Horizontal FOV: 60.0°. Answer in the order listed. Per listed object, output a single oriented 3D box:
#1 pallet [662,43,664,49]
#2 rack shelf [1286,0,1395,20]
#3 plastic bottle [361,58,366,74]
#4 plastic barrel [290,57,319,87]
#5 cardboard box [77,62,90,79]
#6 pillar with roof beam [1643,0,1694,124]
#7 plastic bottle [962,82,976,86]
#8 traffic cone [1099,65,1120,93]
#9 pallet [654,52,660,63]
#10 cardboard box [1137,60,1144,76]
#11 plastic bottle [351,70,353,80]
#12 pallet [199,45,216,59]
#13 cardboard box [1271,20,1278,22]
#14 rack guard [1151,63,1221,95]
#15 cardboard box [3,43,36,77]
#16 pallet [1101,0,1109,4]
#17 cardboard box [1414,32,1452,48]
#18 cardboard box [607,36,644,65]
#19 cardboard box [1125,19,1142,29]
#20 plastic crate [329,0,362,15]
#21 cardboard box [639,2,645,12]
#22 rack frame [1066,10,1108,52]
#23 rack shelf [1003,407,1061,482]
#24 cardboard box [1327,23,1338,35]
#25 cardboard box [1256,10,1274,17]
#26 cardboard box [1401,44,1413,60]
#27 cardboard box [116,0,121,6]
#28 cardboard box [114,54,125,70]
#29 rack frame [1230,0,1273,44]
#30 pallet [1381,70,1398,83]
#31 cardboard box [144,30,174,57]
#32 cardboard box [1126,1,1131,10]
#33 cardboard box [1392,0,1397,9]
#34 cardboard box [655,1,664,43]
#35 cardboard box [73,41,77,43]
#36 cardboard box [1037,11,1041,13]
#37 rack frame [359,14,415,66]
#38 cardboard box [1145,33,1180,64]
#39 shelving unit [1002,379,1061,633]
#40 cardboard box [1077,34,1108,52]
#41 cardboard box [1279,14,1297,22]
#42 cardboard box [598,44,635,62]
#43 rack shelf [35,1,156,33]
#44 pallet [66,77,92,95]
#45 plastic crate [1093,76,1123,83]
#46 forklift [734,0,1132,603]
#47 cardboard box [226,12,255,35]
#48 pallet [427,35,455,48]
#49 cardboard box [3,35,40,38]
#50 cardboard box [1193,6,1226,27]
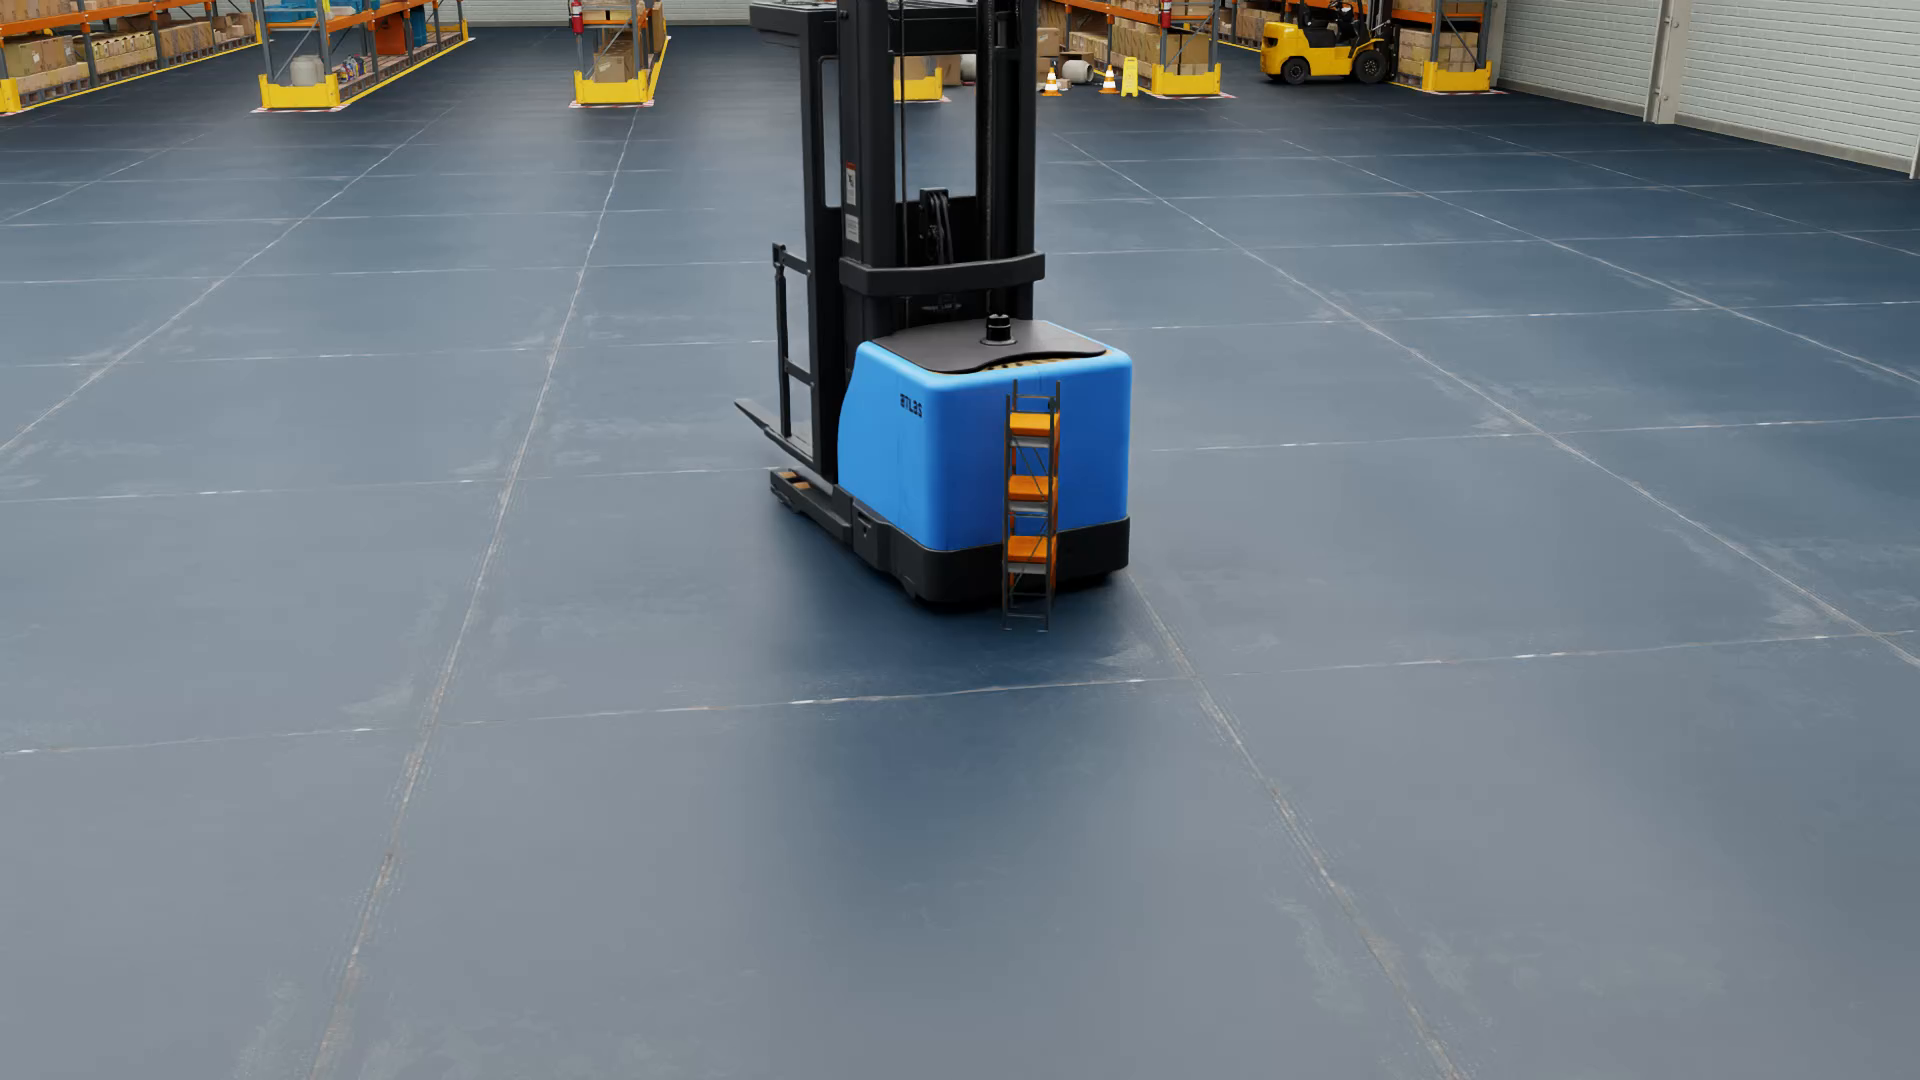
[{"bbox_3d":[-7.588,-11.860,39.668,1.003,0.211,1.213,-3,21,-8],"label":"pallet"},{"bbox_3d":[8.027,-11.236,35.040,1.077,0.370,4.000,-3,21,-8],"label":"rack shelf"},{"bbox_3d":[-10.908,-8.663,30.376,0.061,0.283,0.133,-2,21,-5],"label":"plastic bottle"},{"bbox_3d":[-10.898,-7.749,27.633,0.421,0.512,0.421,0,20,0],"label":"plastic barrel"},{"bbox_3d":[-15.923,-8.390,29.721,0.500,0.250,0.500,-3,21,-8],"label":"cardboard box"},{"bbox_3d":[6.288,-10.298,22.926,9.100,9.000,0.400,-3,21,-8],"label":"pillar with roof beam"},{"bbox_3d":[0.188,-8.416,30.662,0.283,0.061,0.133,-11,23,-26],"label":"plastic bottle"},{"bbox_3d":[2.642,-8.139,29.347,0.336,0.463,0.334,-3,21,-8],"label":"traffic cone"},{"bbox_3d":[-7.019,-10.484,35.985,1.003,0.211,1.213,-3,21,-8],"label":"pallet"},{"bbox_3d":[3.531,-8.599,30.281,0.500,0.250,0.500,-3,21,-8],"label":"cardboard box"},{"bbox_3d":[-10.759,-8.220,29.309,0.097,0.201,0.097,0,20,0],"label":"plastic bottle"},{"bbox_3d":[-17.205,-10.814,36.869,1.003,0.211,1.213,-3,21,-8],"label":"pallet"},{"bbox_3d":[7.403,-11.600,37.961,0.500,0.500,0.500,-3,21,-9],"label":"cardboard box"},{"bbox_3d":[3.969,-8.099,29.186,1.175,0.500,0.348,-3,21,-8],"label":"rack guard"},{"bbox_3d":[-15.561,-7.875,27.273,0.500,0.500,0.500,-3,21,-8],"label":"cardboard box"},{"bbox_3d":[3.437,-10.811,33.148,1.003,0.211,1.213,-3,21,-8],"label":"pallet"},{"bbox_3d":[8.516,-9.016,29.970,0.500,0.250,0.500,-2,21,-6],"label":"cardboard box"},{"bbox_3d":[-6.520,-9.544,32.426,0.700,0.500,0.500,-3,21,-8],"label":"cardboard box"},{"bbox_3d":[3.298,-9.657,31.117,0.380,0.149,0.250,-2,21,-5],"label":"cardboard box"},{"bbox_3d":[-10.876,-9.440,29.416,0.499,0.251,0.616,-3,21,-8],"label":"plastic crate"},{"bbox_3d":[-5.932,-9.694,30.243,0.380,0.149,0.250,-3,21,-8],"label":"cardboard box"},{"bbox_3d":[2.827,-12.014,36.095,1.000,3.000,0.127,-3,21,-8],"label":"rack frame"},{"bbox_3d":[0.305,-0.398,6.997,0.215,0.259,0.240,3,21,8],"label":"rack shelf"},{"bbox_3d":[8.124,-10.414,34.605,0.875,0.625,0.625,-3,21,-8],"label":"cardboard box"},{"bbox_3d":[7.200,-12.393,39.156,0.380,0.149,0.250,-2,21,-6],"label":"cardboard box"},{"bbox_3d":[8.450,-8.965,30.548,0.500,0.250,0.500,-3,21,-8],"label":"cardboard box"},{"bbox_3d":[-16.543,-10.459,32.292,0.380,0.149,0.250,-1,21,-4],"label":"cardboard box"},{"bbox_3d":[-16.169,-9.048,31.483,0.500,0.250,0.500,-4,21,-9],"label":"cardboard box"},{"bbox_3d":[7.162,-13.650,40.476,1.000,3.000,0.127,-3,21,-8],"label":"rack frame"},{"bbox_3d":[8.567,-8.873,31.672,1.003,0.211,1.213,-3,21,-8],"label":"pallet"},{"bbox_3d":[-16.566,-10.223,34.243,0.500,0.500,0.500,-2,21,-5],"label":"cardboard box"},{"bbox_3d":[3.307,-9.942,30.908,0.380,0.149,0.250,-3,21,-7],"label":"cardboard box"},{"bbox_3d":[8.338,-10.230,31.177,0.500,0.500,0.500,-3,21,-7],"label":"cardboard box"},{"bbox_3d":[-7.444,-11.880,38.172,1.225,0.875,0.875,-3,21,-8],"label":"cardboard box"},{"bbox_3d":[-16.630,-9.107,30.842,0.500,0.311,0.500,-2,21,-6],"label":"cardboard box"},{"bbox_3d":[2.008,-13.240,42.440,0.875,0.438,0.875,-2,21,-6],"label":"cardboard box"},{"bbox_3d":[-11.881,-11.264,34.088,1.000,3.000,0.127,-3,21,-8],"label":"rack frame"},{"bbox_3d":[3.607,-8.768,29.662,0.500,0.500,0.500,-3,21,-7],"label":"cardboard box"},{"bbox_3d":[0.304,-0.142,7.092,0.215,1.050,0.252,3,21,8],"label":"shelving unit"},{"bbox_3d":[3.013,-10.528,35.273,0.950,0.372,0.625,-3,21,-9],"label":"cardboard box"},{"bbox_3d":[7.416,-11.753,37.442,0.380,0.149,0.250,-4,21,-10],"label":"cardboard box"},{"bbox_3d":[-6.295,-8.816,30.506,0.500,0.500,0.500,4,21,9],"label":"cardboard box"},{"bbox_3d":[-16.495,-9.986,31.694,1.077,0.370,4.000,-3,21,-8],"label":"rack shelf"},{"bbox_3d":[-16.133,-8.047,29.459,1.003,0.211,1.213,-3,21,-8],"label":"pallet"},{"bbox_3d":[2.818,-8.676,31.331,0.402,0.080,0.583,-11,23,-26],"label":"plastic crate"},{"bbox_3d":[-0.341,-1.571,8.234,1.130,2.935,3.031,-10,23,-25],"label":"forklift"},{"bbox_3d":[-17.614,-12.645,40.728,0.500,0.500,0.500,-3,21,-8],"label":"cardboard box"},{"bbox_3d":[-12.781,-12.019,40.093,1.003,0.211,1.213,-3,21,-8],"label":"pallet"},{"bbox_3d":[-16.369,-8.541,29.056,0.500,0.500,0.500,-3,21,-8],"label":"cardboard box"},{"bbox_3d":[6.579,-13.846,43.968,0.797,0.503,0.637,-4,21,-10],"label":"cardboard box"}]
